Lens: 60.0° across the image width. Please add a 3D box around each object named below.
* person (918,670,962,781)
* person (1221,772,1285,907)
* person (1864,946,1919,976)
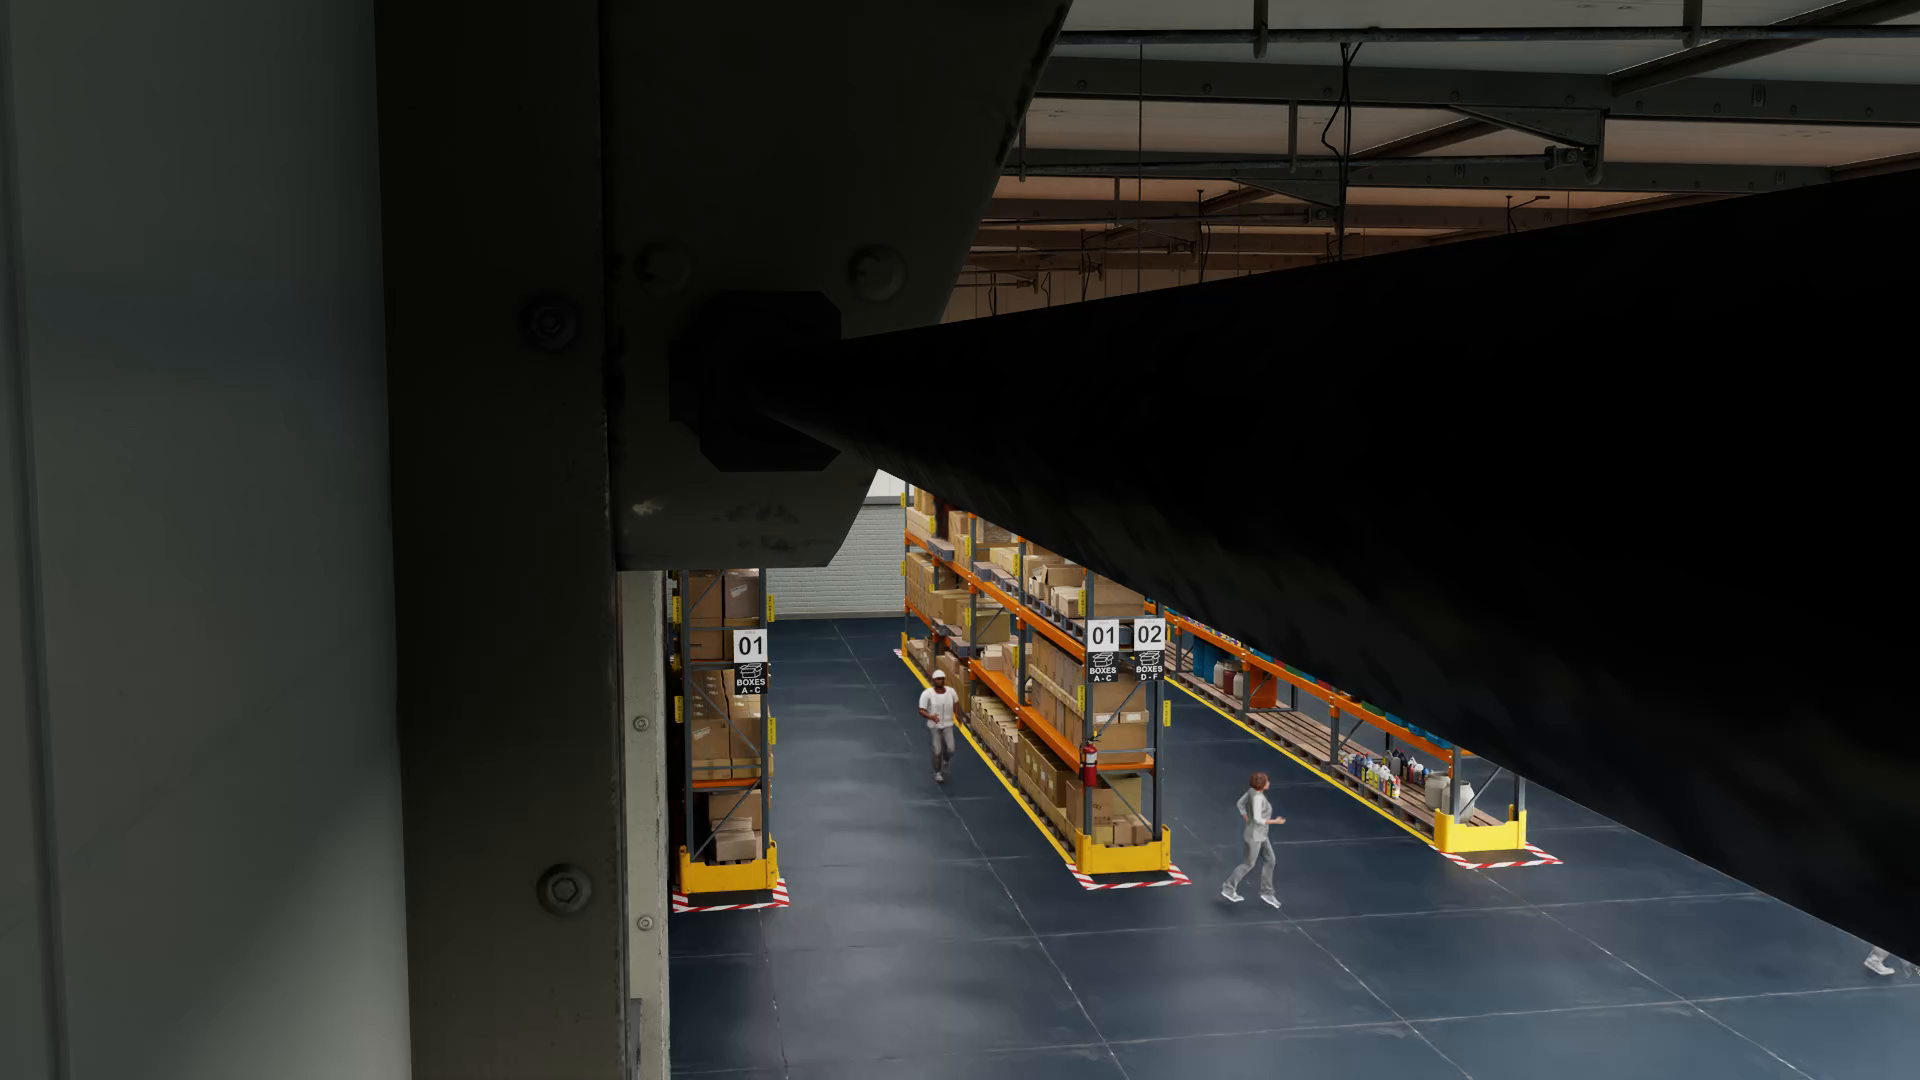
[{"bbox_3d":[-0.282,2.841,25.364,0.692,1.724,0.582,-2,6,-16],"label":"person"},{"bbox_3d":[3.444,3.521,19.500,0.723,1.639,0.524,1,6,13],"label":"person"},{"bbox_3d":[9.810,3.716,17.147,0.790,1.681,0.641,2,6,20],"label":"person"}]
